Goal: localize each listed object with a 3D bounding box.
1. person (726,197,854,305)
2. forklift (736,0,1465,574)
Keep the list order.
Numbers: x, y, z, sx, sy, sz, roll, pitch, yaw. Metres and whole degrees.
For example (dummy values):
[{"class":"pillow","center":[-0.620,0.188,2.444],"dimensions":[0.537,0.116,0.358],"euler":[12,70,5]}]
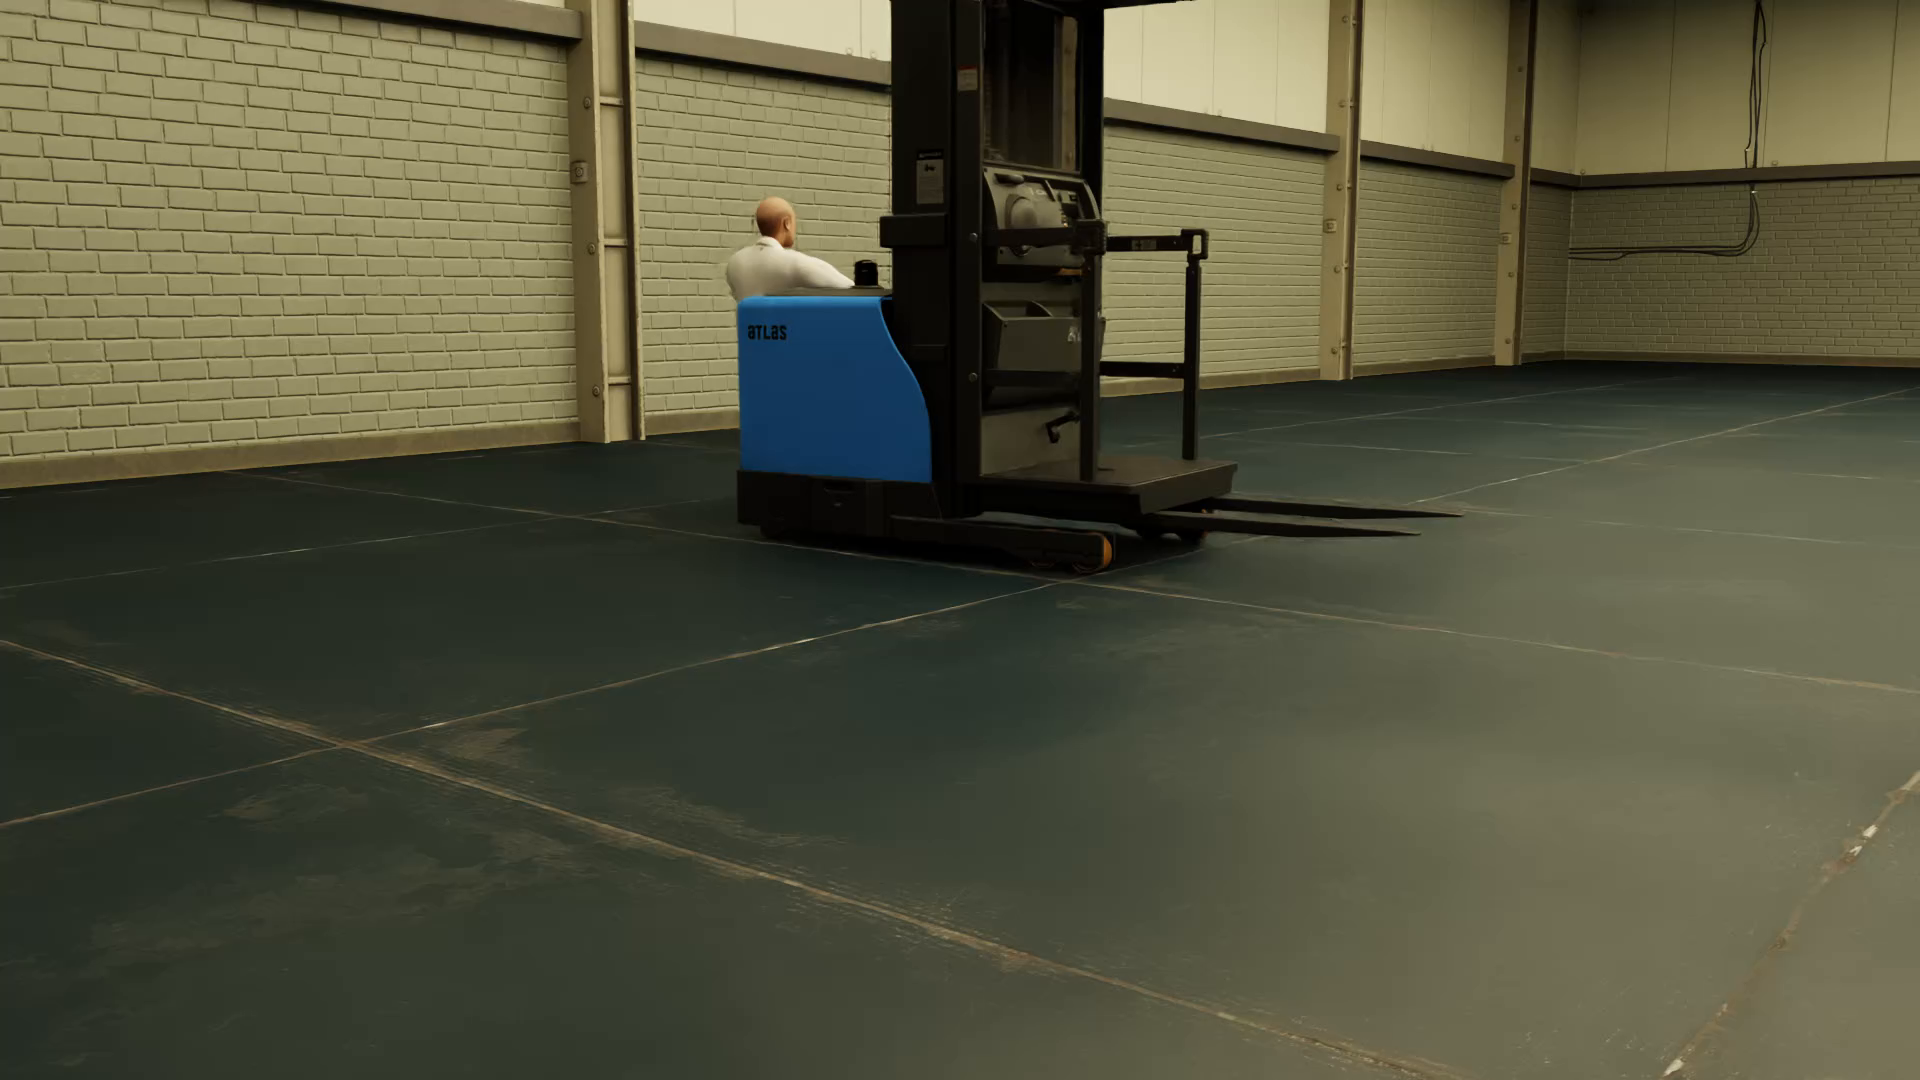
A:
[{"class":"person","center":[-0.752,-0.921,8.539],"dimensions":[0.990,1.633,0.730],"euler":[7,11,40]},{"class":"forklift","center":[0.529,-1.405,6.887],"dimensions":[3.031,2.935,1.130],"euler":[5,10,31]}]
